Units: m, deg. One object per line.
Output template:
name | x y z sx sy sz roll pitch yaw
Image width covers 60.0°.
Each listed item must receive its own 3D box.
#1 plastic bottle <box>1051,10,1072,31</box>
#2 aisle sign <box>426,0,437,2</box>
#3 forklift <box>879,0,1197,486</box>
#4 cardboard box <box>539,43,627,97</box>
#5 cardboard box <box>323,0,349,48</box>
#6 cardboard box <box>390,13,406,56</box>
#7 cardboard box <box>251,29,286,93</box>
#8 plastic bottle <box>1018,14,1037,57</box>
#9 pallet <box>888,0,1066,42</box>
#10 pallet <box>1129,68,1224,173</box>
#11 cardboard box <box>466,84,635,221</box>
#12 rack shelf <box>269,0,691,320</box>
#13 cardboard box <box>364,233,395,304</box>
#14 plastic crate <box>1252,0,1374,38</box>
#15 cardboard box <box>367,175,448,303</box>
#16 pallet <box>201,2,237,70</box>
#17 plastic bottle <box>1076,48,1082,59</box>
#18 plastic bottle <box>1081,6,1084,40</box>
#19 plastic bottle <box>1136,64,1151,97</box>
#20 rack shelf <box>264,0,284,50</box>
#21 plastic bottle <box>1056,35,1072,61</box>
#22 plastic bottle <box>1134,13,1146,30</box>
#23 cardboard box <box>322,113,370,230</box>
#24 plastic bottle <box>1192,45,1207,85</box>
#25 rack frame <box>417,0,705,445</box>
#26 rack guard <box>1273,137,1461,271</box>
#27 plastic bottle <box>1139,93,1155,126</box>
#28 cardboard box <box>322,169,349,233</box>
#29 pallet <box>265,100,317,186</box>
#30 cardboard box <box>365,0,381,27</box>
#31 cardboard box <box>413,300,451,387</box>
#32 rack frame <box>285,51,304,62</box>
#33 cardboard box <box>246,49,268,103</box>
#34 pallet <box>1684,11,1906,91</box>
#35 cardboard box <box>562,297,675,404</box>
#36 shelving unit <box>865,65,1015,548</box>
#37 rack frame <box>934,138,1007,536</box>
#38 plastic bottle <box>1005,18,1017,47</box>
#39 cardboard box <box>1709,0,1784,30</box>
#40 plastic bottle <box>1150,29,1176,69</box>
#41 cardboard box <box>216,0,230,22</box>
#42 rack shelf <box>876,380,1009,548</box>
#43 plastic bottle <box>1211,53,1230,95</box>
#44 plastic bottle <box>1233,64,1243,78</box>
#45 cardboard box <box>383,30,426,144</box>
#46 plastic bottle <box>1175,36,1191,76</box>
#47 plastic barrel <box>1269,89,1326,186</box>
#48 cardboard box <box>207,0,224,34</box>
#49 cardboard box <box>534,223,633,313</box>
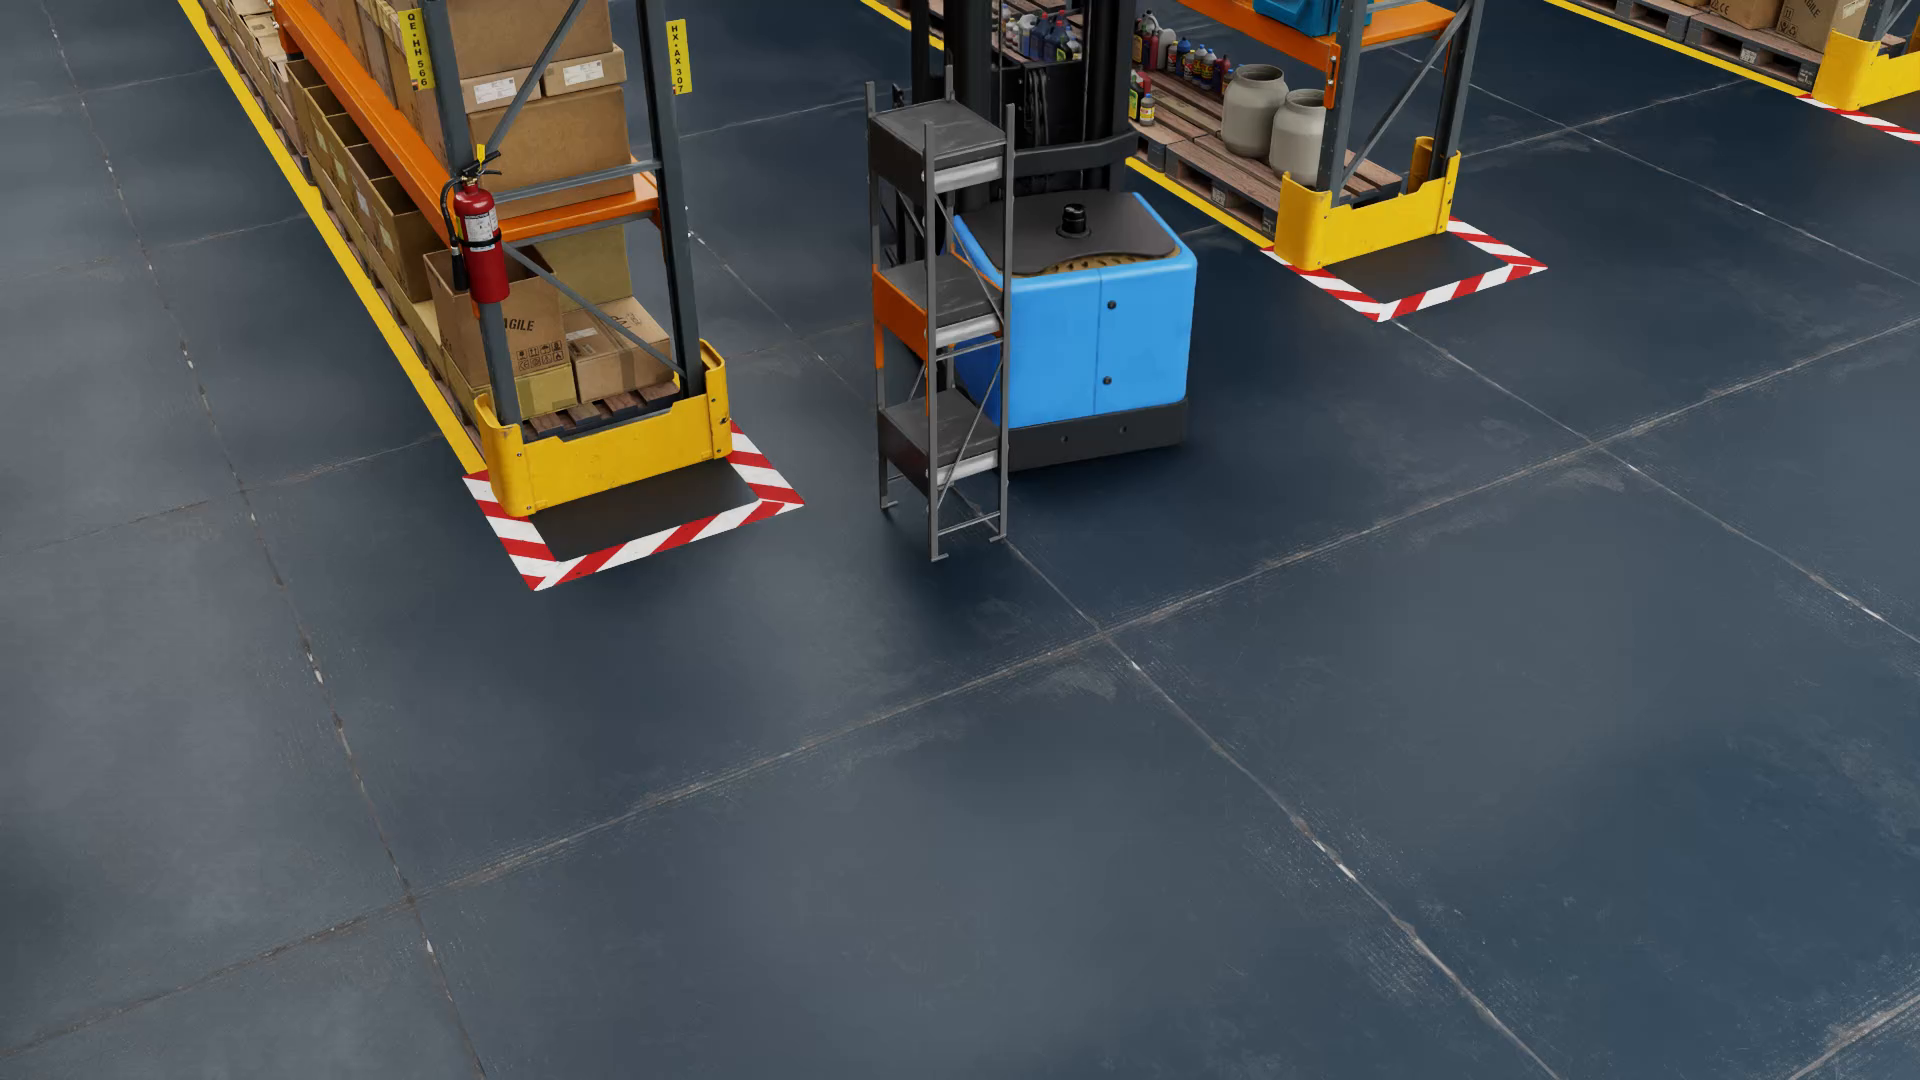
plastic bottle | 0.723 -3.699 12.145 0.144 0.351 0.185 -19 40 -24
aisle sign | -1.944 -2.507 6.435 0.394 0.787 0.004 -19 40 -24
forklift | 0.062 -2.212 8.294 1.607 2.935 3.499 -10 37 -13
cardboard box | -1.734 -2.144 7.507 0.380 0.149 0.250 -19 40 -24
cardboard box | -3.234 -3.166 9.457 0.700 0.500 0.500 -19 40 -24
cardboard box | -2.466 -2.411 7.873 0.380 0.149 0.250 -18 40 -23
cardboard box | -4.451 -3.288 11.209 0.500 0.311 0.500 -18 40 -23
plastic bottle | 0.519 -3.712 12.225 0.152 0.276 0.135 -17 40 -22
pallet | 0.124 -4.346 13.522 1.003 0.211 1.213 -19 40 -24
pallet | 1.470 -2.980 11.651 1.003 0.211 1.213 -19 40 -24
cardboard box | -1.947 -1.860 7.669 0.700 0.500 0.500 -19 40 -24
rack shelf | -2.728 -2.307 8.976 1.077 0.370 4.000 -19 40 -24
cardboard box | -3.012 -1.584 9.351 0.500 0.250 0.500 -19 40 -24
plastic crate | 2.051 -3.150 9.646 0.499 0.251 0.616 -19 40 -24
cardboard box | -2.765 -1.631 8.779 0.500 0.500 0.500 -19 40 -24
pallet | -5.363 -4.100 13.185 1.003 0.211 1.213 -19 40 -24
plastic bottle | 0.907 -3.344 11.658 0.144 0.351 0.185 -19 40 -24
plastic bottle | 1.000 -3.906 12.427 0.144 0.351 0.185 -19 40 -24
plastic bottle | 1.248 -3.099 11.380 0.061 0.283 0.133 -19 40 -24
rack shelf | -4.738 -4.347 11.768 1.077 0.370 4.000 -19 40 -24
plastic bottle | 0.740 -3.437 11.842 0.061 0.283 0.133 -17 39 -22
plastic bottle | 1.339 -3.753 12.275 0.061 0.283 0.133 -16 39 -21
cardboard box | -3.268 -2.140 9.477 0.500 0.500 0.500 -19 40 -24
plastic bottle | 1.697 -3.362 11.750 0.097 0.271 0.097 0 36 0
rack frame | -1.723 -1.578 7.367 1.000 3.000 0.127 -19 40 -24
rack guard | 2.483 -2.059 10.145 1.175 0.500 0.348 -19 40 -24
plastic bottle | 1.260 -2.898 11.174 0.097 0.201 0.097 0 36 0
cardboard box | -3.515 -2.094 10.049 0.500 0.250 0.500 -19 40 -24
pallet | -4.137 -2.856 11.481 1.003 0.211 1.213 -19 40 -24
cardboard box | -2.732 -2.678 8.239 0.380 0.149 0.250 -18 40 -23
cardboard box | -2.510 -1.074 8.653 0.500 0.250 0.500 -19 40 -24
rack frame | -3.733 -3.618 10.160 1.000 3.000 0.127 -19 40 -24
cardboard box | -4.702 -3.322 11.730 0.500 0.250 0.500 -18 40 -23
pallet | 6.428 -3.849 12.840 1.003 0.211 1.213 -19 40 -24
cardboard box | -1.800 -0.976 8.519 0.500 0.250 0.500 -19 40 -24
shelving unit | -0.084 -0.933 7.248 0.431 2.100 0.499 -19 40 -24
rack frame | 0.041 -0.808 7.076 0.380 1.831 0.006 -19 40 -24
plastic bottle | 0.384 -3.787 12.391 0.097 0.201 0.097 0 36 0
cardboard box | 6.215 -4.289 12.843 0.500 0.500 0.500 -9 37 -12
plastic bottle | 1.461 -3.572 12.033 0.152 0.276 0.135 -18 40 -23
cardboard box | -5.208 -4.063 12.269 0.500 0.311 0.500 -20 41 -25
rack shelf | -0.083 -0.356 7.667 0.431 0.518 0.480 -19 40 -24
plastic bottle | 1.822 -3.262 11.603 0.061 0.283 0.133 -18 40 -23
plastic bottle | 1.920 -3.136 11.441 0.097 0.271 0.097 0 36 0
cardboard box | -2.459 -2.381 8.382 0.700 0.500 0.500 -19 40 -24
plastic bottle | 1.596 -3.466 11.892 0.097 0.271 0.097 0 36 0
plastic barrel | 2.165 -2.521 10.412 0.421 0.512 0.421 0 36 0
cardboard box | -5.480 -4.106 12.804 0.500 0.250 0.500 -20 41 -25
cardboard box | -2.053 -1.534 8.646 0.500 0.500 0.500 -19 40 -24
